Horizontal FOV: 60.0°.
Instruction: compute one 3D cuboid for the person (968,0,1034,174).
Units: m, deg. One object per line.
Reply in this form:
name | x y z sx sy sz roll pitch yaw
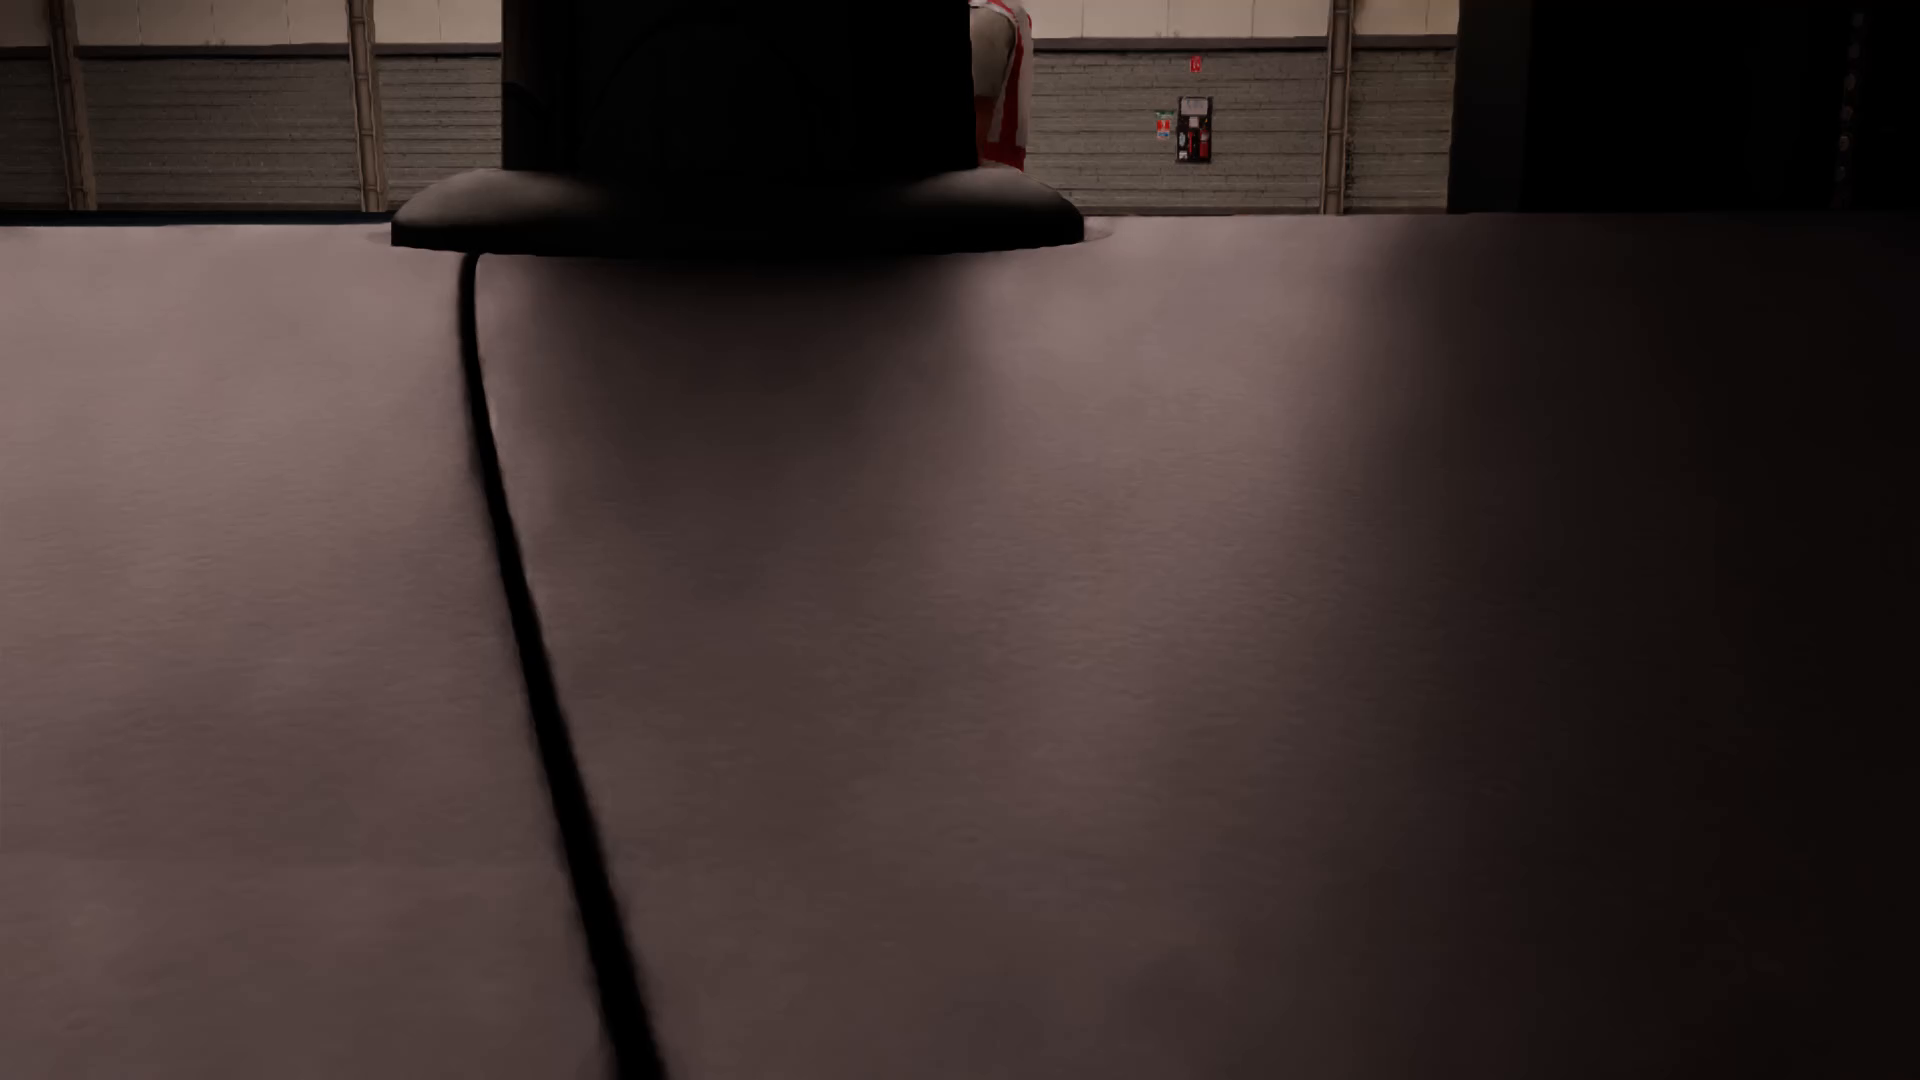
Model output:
person | -0.078 -0.921 4.752 0.563 1.787 0.637 2 13 7
